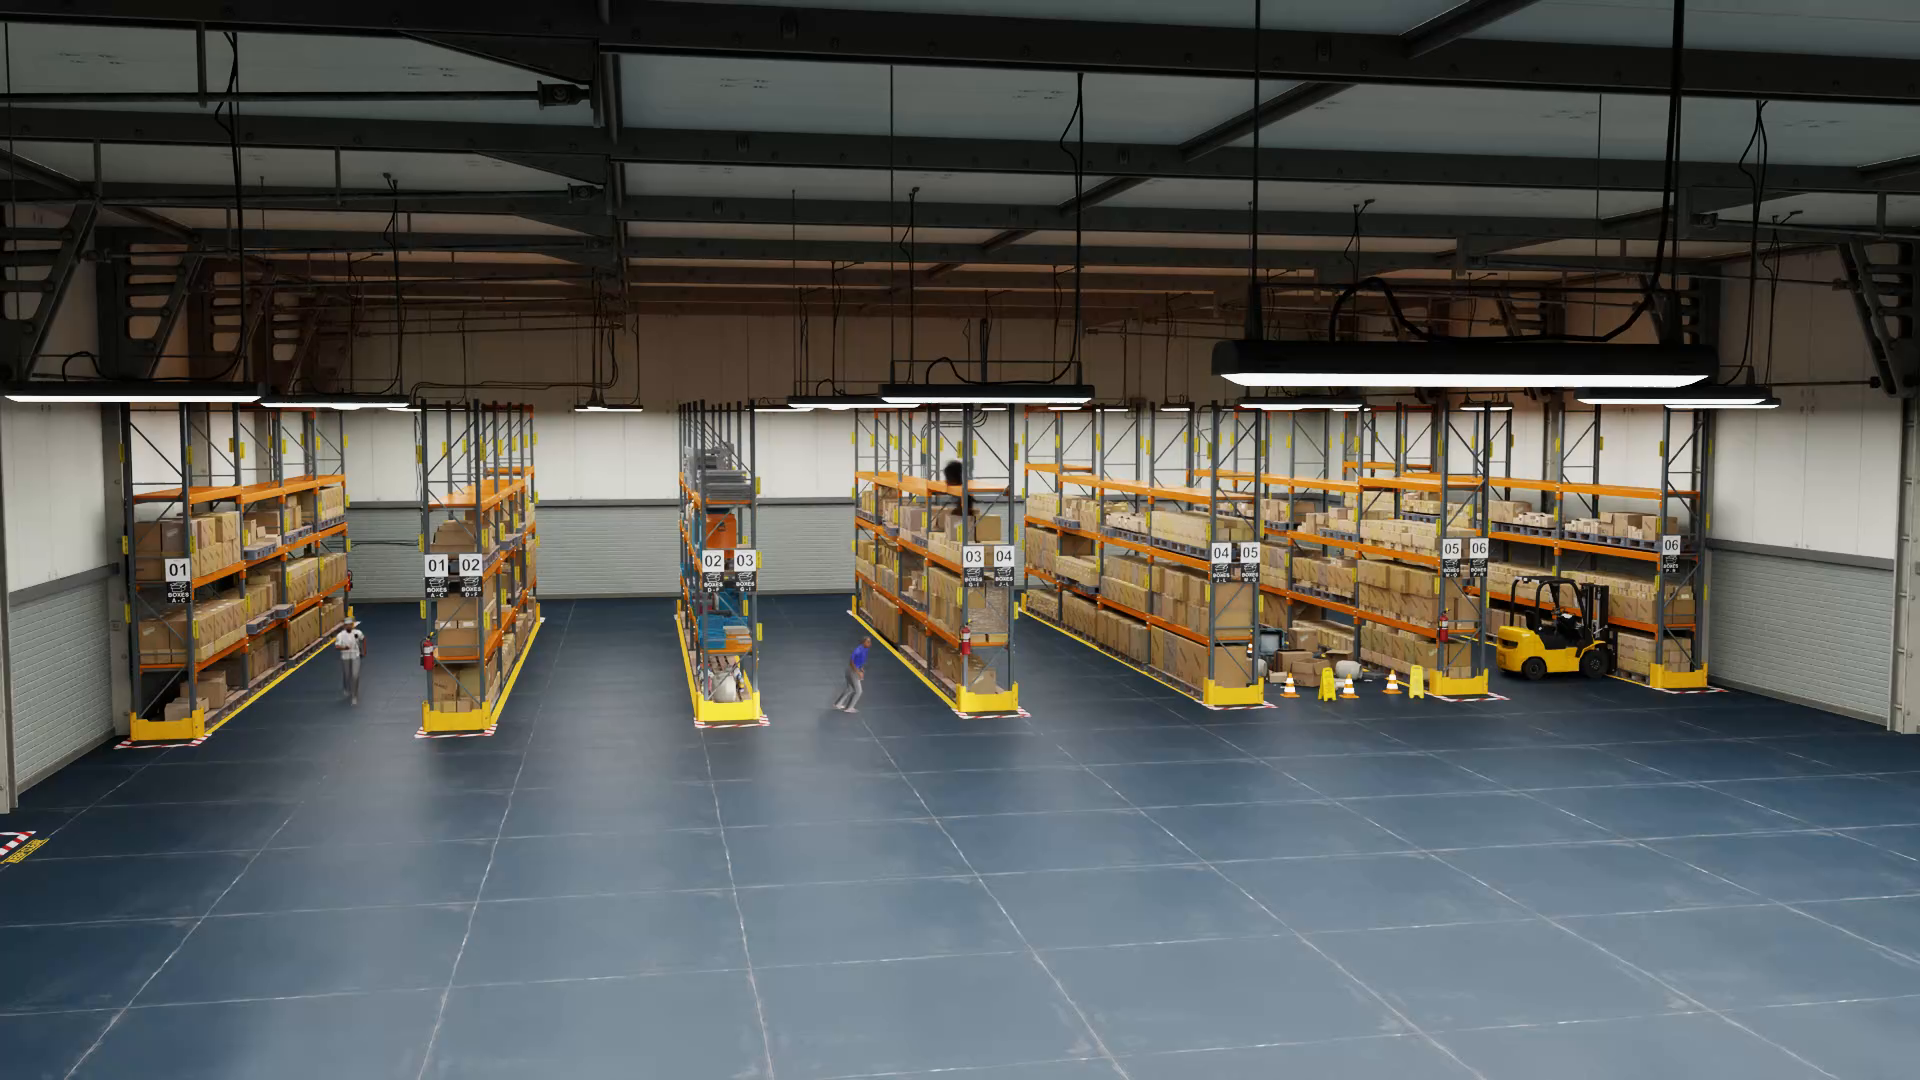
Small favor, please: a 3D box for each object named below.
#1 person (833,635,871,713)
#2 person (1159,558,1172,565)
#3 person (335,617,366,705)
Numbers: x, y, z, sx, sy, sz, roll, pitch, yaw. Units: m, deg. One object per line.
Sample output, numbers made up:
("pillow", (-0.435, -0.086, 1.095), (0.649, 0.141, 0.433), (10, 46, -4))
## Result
("person", (-2.080, 2.561, 31.975), (0.793, 1.520, 0.607), (0, 4, 6))
("person", (6.511, 0.945, 51.905), (0.966, 1.657, 0.571), (-2, 5, -24))
("person", (-12.126, 2.383, 33.117), (0.568, 1.741, 0.898), (-1, 5, -17))
